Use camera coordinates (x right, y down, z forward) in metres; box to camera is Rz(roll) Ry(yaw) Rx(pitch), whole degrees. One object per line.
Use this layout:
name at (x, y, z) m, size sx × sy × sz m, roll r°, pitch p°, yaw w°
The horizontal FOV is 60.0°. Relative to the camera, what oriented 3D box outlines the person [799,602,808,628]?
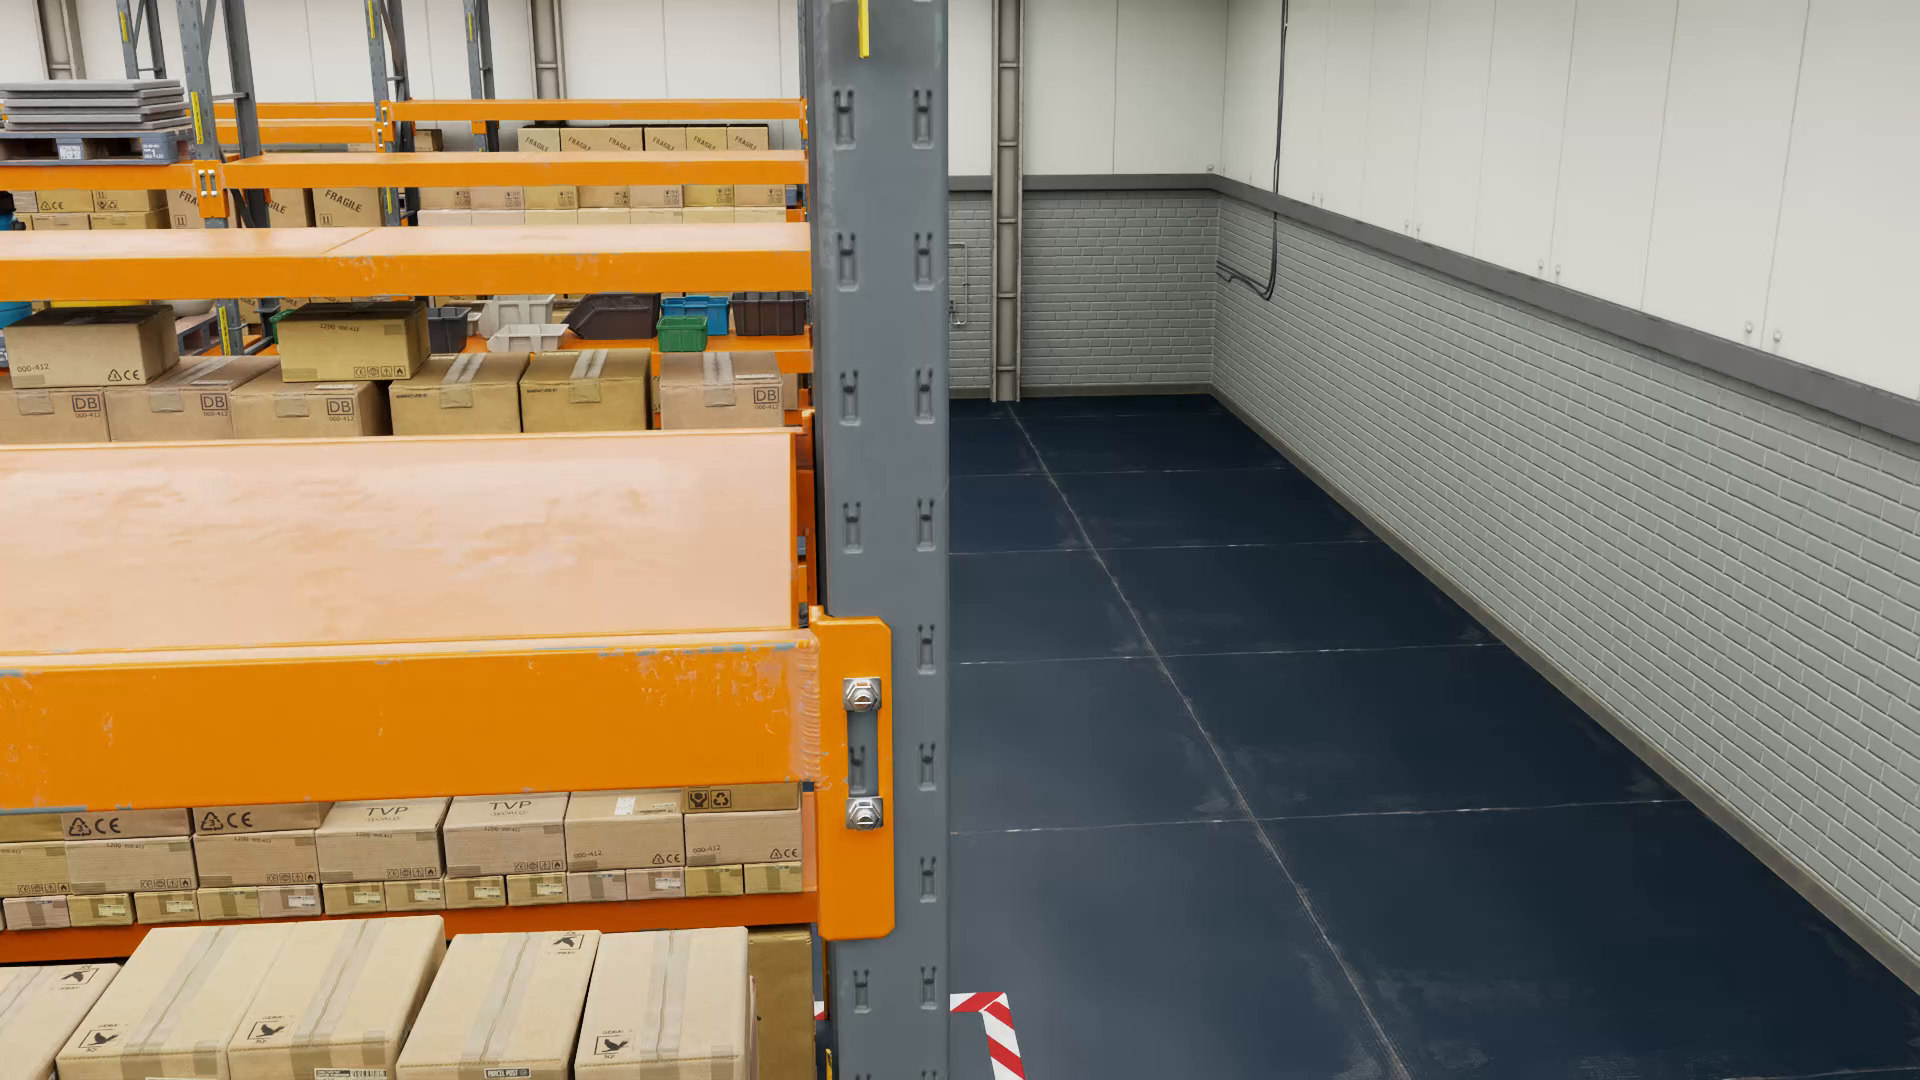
person at (-1.470, 0.231, 14.396) m, size 0.836 × 1.021 × 0.530 m, roll -2°, pitch 17°, yaw -6°
